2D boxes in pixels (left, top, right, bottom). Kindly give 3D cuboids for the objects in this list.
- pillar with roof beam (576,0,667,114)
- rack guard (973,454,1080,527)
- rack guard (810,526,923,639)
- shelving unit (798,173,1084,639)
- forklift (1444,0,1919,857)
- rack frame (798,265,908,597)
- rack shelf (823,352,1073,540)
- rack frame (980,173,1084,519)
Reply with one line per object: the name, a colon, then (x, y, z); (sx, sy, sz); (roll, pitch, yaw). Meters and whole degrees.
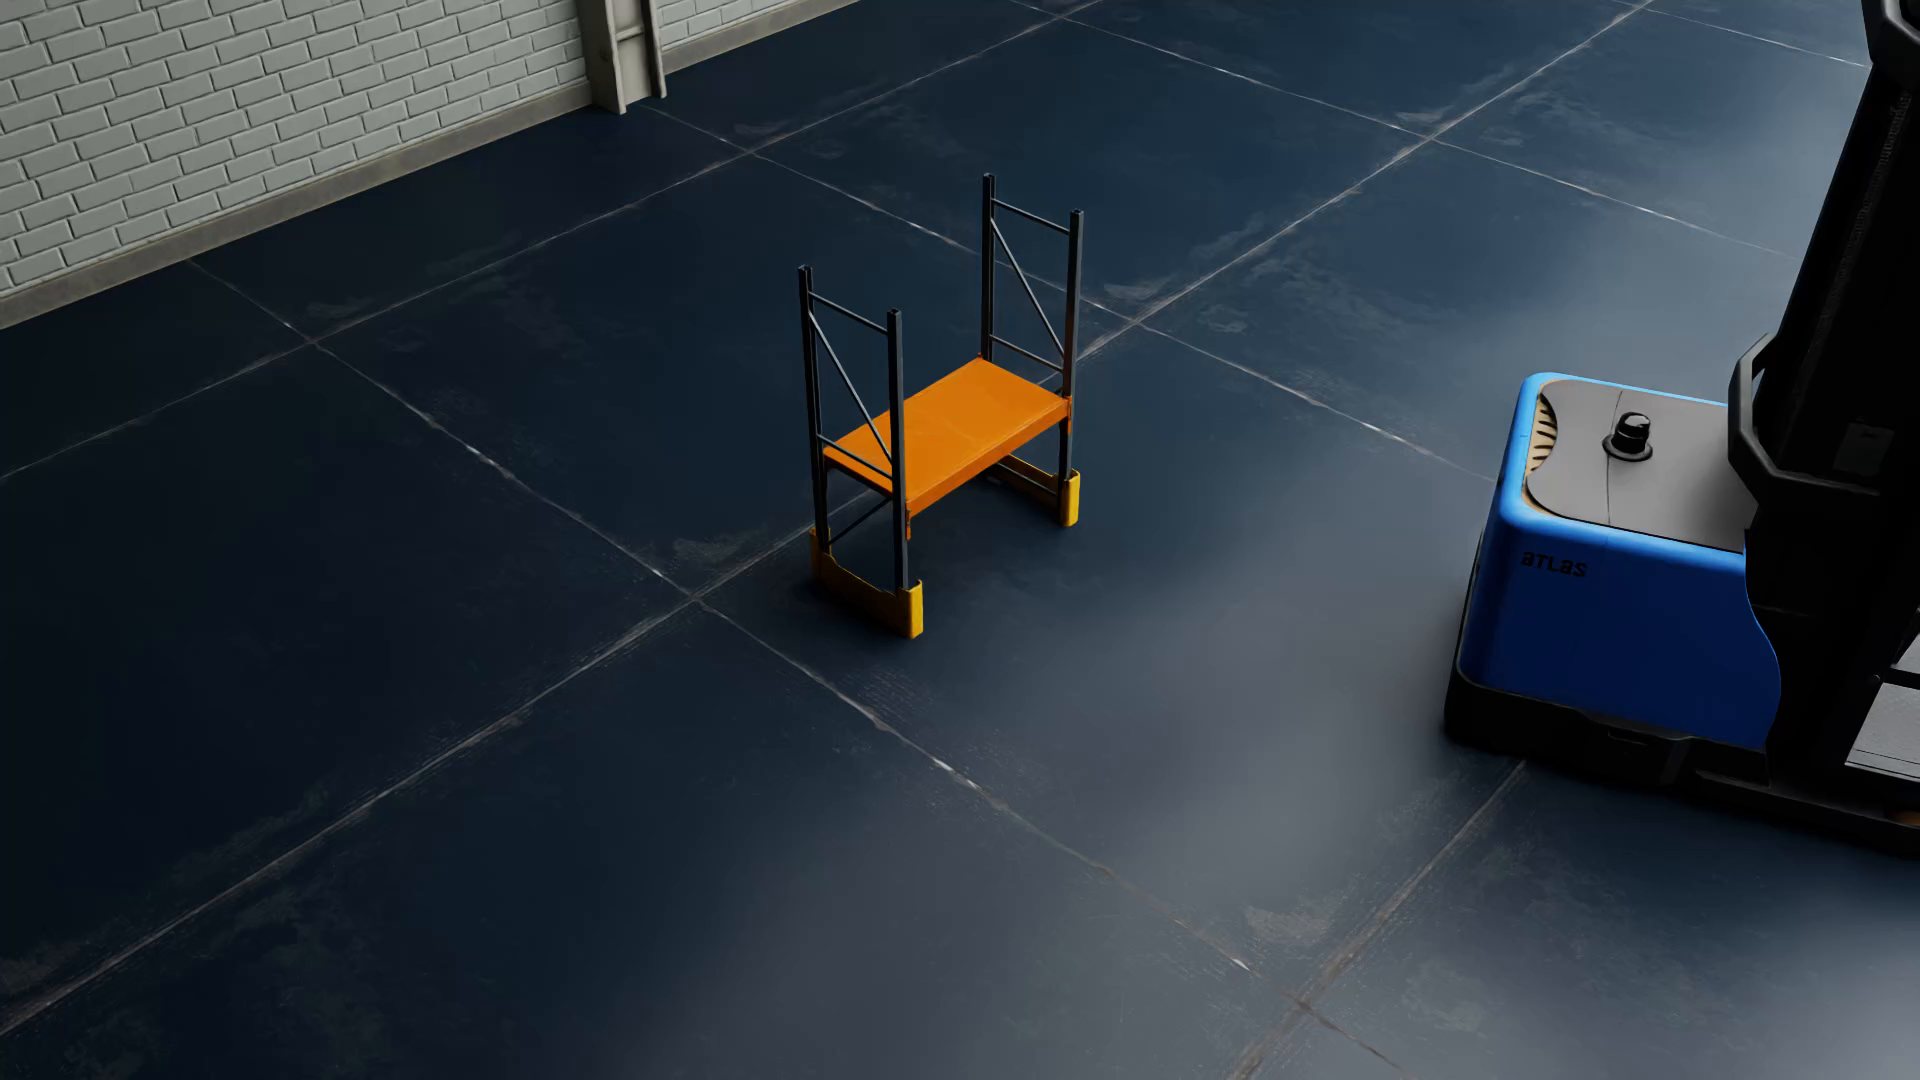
pillar with roof beam: (1.011, -4.605, 5.811); (9.100, 9.000, 0.400); (30, 47, 32)
rack guard: (0.285, -0.292, 7.416); (0.587, 0.250, 0.087); (30, 47, 32)
rack guard: (-0.387, 0.166, 6.840); (0.587, 0.250, 0.087); (30, 47, 32)
shelving unit: (-0.051, -0.552, 6.739); (0.587, 1.500, 1.083); (30, 47, 32)
forklift: (3.408, -0.368, 5.358); (3.031, 2.935, 1.130); (13, 40, 16)
rack frame: (-0.400, -0.314, 6.440); (0.500, 1.500, 0.032); (30, 47, 32)
rack shelf: (-0.058, -0.407, 6.846); (0.538, 0.185, 1.000); (30, 47, 32)
rack frame: (0.285, -0.781, 7.028); (0.500, 1.500, 0.032); (30, 47, 32)
